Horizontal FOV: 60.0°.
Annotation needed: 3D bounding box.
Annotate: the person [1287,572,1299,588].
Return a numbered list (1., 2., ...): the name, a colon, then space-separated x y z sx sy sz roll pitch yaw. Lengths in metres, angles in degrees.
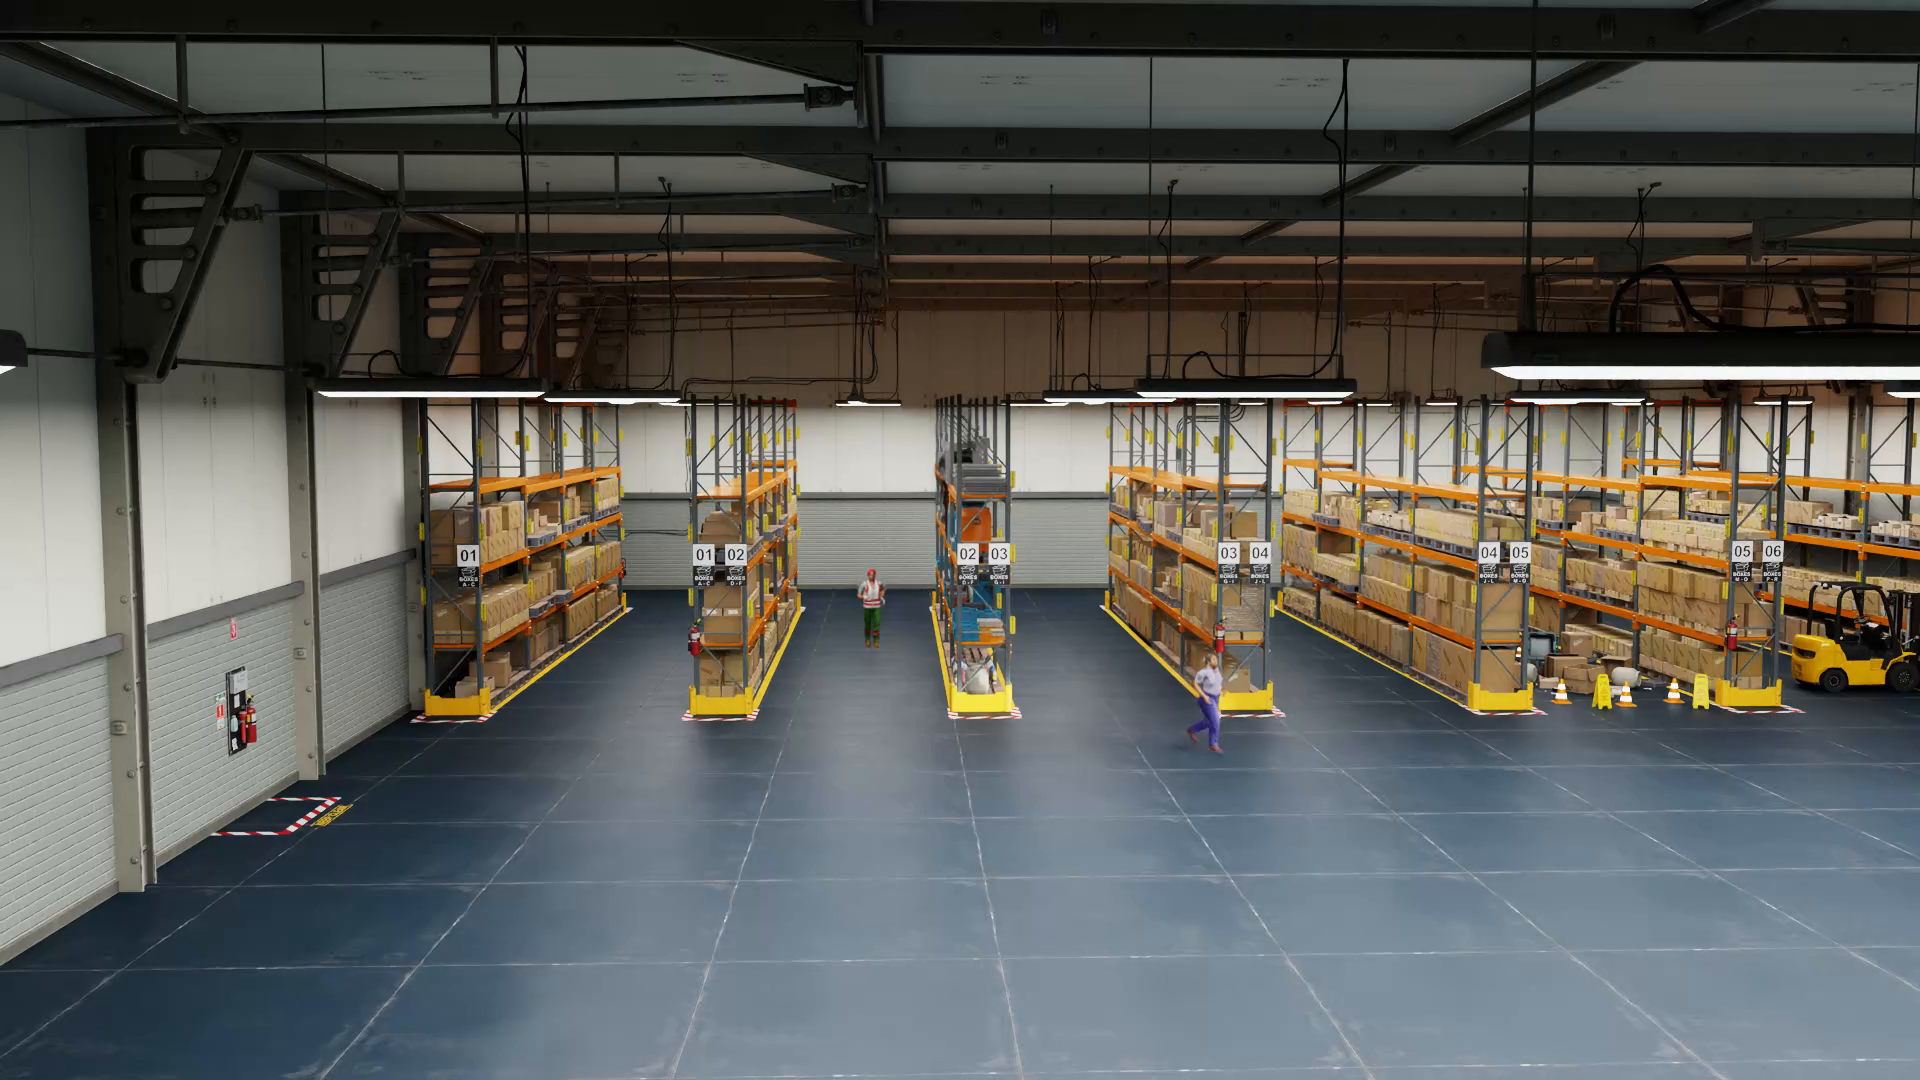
1. person: 9.762 1.078 48.703 0.861 1.565 0.540 -1 5 -10

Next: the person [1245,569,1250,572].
1. person: 8.033 1.204 47.025 0.613 1.684 0.635 1 5 16

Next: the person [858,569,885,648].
1. person: -1.983 1.559 37.648 0.658 1.824 0.939 -1 5 -14

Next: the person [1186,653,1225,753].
1. person: 4.127 2.720 27.948 0.776 1.672 0.602 4 6 40

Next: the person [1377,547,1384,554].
1. person: 12.685 1.045 49.266 0.764 1.671 0.657 -1 5 -7
